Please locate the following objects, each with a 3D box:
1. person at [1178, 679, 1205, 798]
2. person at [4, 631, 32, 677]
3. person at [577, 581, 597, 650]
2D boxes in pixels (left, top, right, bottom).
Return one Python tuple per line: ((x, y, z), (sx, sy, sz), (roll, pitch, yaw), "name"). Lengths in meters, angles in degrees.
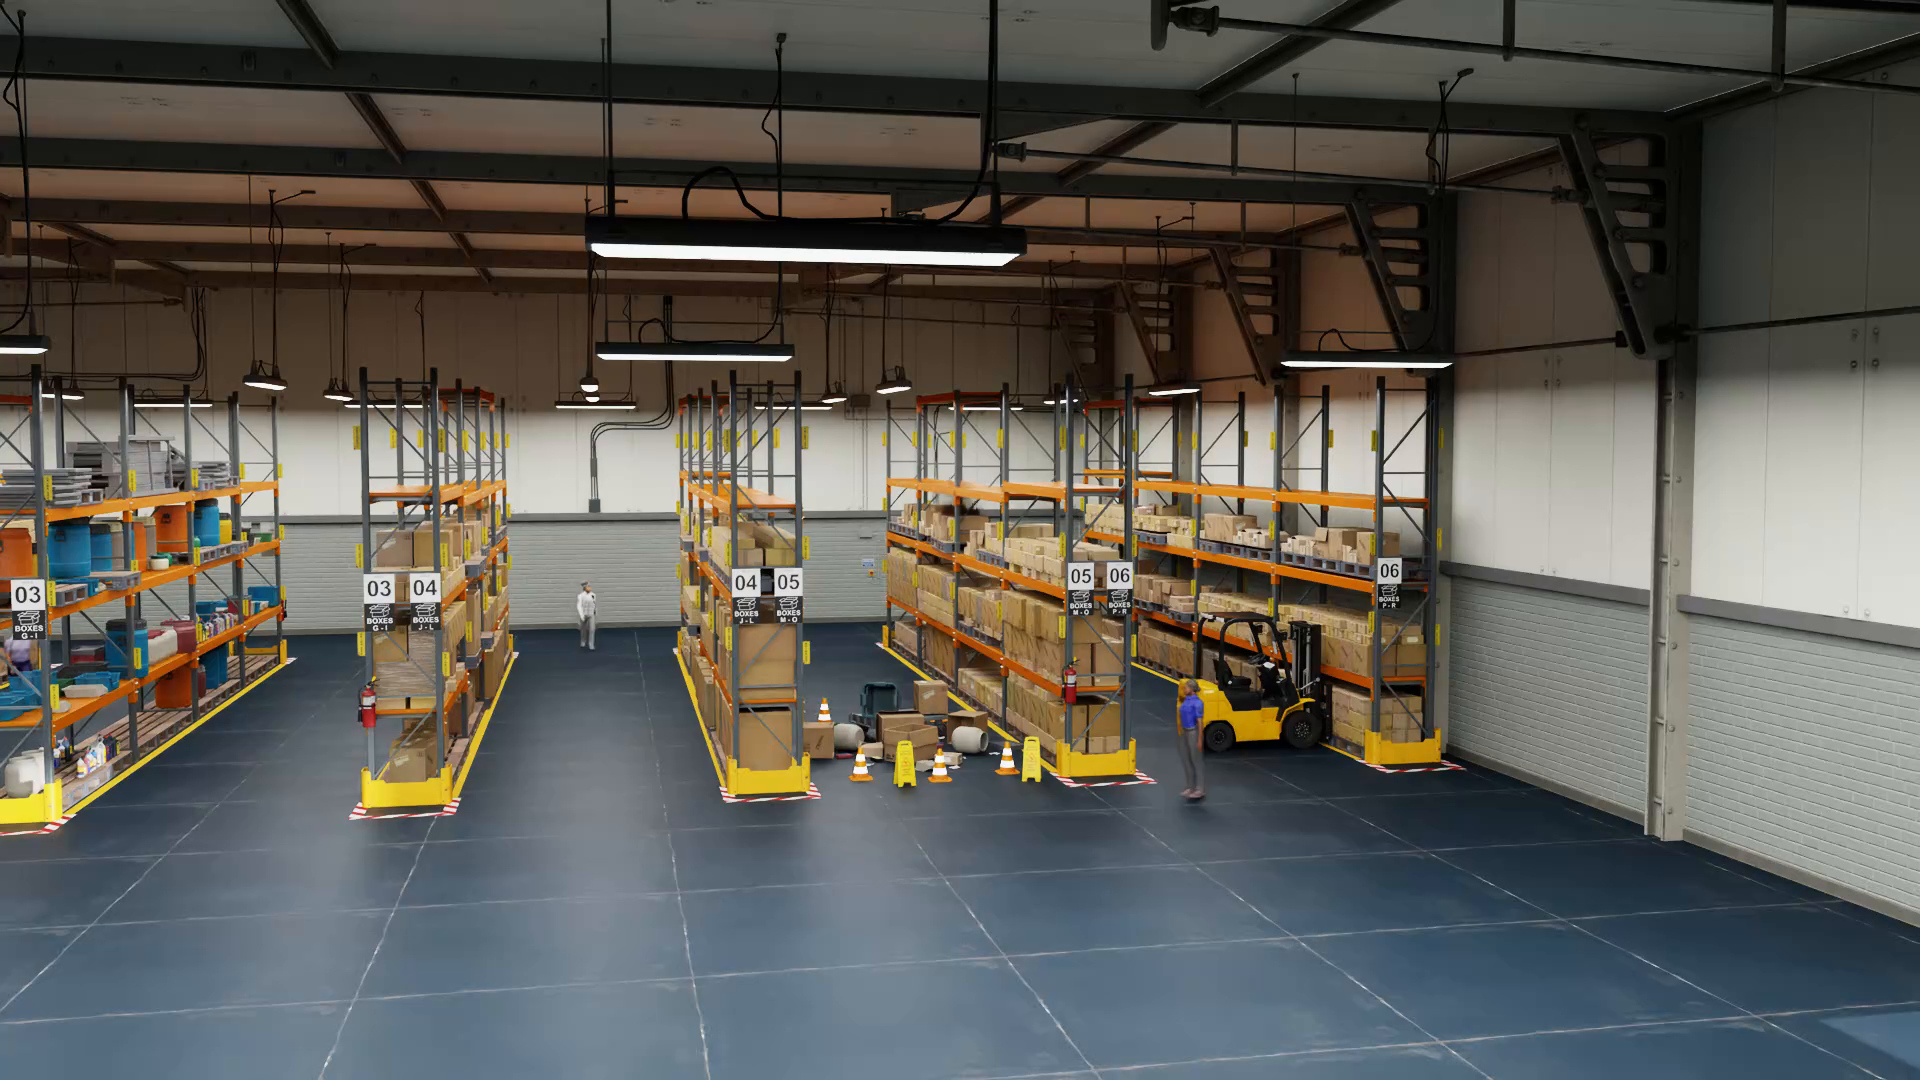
((3.269, 2.794, 23.344), (0.348, 1.697, 0.558), (-2, 4, -25), "person")
((-17.454, 2.363, 30.842), (0.439, 1.602, 0.940), (-1, 4, -22), "person")
((-8.943, 1.802, 39.909), (0.473, 1.643, 0.905), (-1, 4, -18), "person")
